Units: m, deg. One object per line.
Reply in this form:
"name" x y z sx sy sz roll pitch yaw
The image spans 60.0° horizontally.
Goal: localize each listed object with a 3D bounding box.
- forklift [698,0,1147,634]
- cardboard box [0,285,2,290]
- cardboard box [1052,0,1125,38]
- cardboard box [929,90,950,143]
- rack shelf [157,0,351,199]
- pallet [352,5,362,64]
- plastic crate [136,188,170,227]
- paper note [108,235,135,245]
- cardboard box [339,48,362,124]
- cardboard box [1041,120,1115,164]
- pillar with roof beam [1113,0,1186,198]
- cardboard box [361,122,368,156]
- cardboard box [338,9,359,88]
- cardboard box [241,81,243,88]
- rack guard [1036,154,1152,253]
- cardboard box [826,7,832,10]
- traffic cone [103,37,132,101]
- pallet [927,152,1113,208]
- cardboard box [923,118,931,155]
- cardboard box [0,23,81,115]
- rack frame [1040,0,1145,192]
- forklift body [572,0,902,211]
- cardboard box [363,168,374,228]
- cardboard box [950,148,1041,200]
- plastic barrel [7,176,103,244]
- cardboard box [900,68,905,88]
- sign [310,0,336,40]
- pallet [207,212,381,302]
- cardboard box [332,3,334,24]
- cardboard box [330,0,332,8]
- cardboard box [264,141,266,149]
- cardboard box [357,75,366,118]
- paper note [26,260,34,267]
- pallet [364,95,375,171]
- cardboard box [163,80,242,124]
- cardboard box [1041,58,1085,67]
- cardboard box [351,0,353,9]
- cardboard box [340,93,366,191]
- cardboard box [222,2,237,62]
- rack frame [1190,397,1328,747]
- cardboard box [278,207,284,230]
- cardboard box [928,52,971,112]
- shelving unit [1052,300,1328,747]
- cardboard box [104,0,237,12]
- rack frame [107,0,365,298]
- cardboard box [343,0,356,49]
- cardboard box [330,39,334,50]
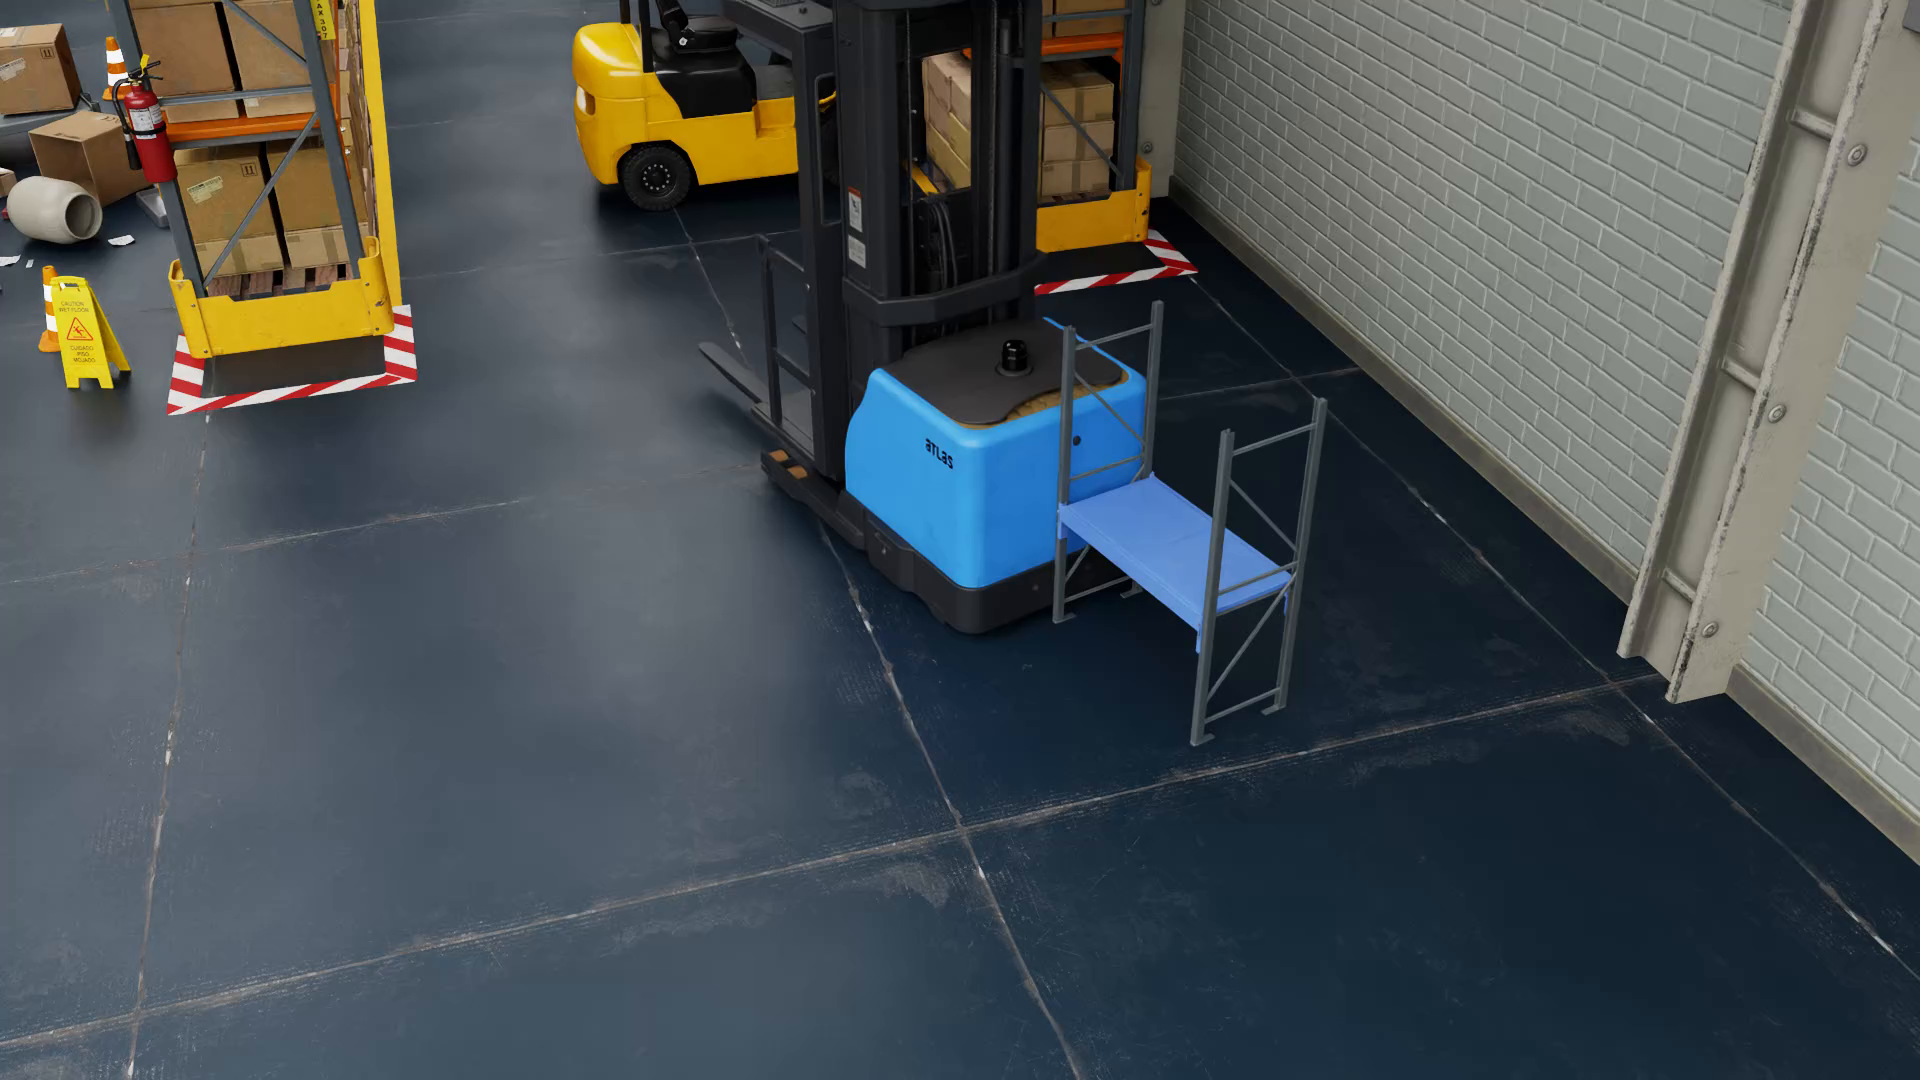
"forklift" -0.382 -1.571 7.969 1.130 2.935 3.031 -20 39 -28
"cardboard box" -6.365 -1.628 10.578 0.380 0.149 0.250 7 34 10
"cardboard box" 0.798 -3.654 10.969 0.500 0.500 0.500 -9 34 -13
"cardboard box" 0.096 -3.010 11.745 0.500 0.250 0.500 -10 35 -15
"rack shelf" -4.652 -3.219 11.053 1.077 0.370 4.000 -10 35 -15
"pallet" -5.876 -4.456 14.802 1.003 0.211 1.213 -10 35 -15
"plastic crate" -5.564 -2.389 11.793 0.402 0.080 0.583 -23 40 -31
"paper note" -5.705 -2.043 11.314 0.142 0.019 0.148 -23 40 -31
"cardboard box" -4.512 -3.110 11.669 0.500 0.500 0.500 -8 34 -12
"cardboard box" 0.739 -2.824 11.463 0.500 0.250 0.500 -9 35 -14
"pillar with roof beam" -2.769 -5.602 8.565 9.100 9.000 0.400 -10 35 -15
"cardboard box" -4.503 -2.786 11.859 0.500 0.250 0.500 -9 35 -14
"cardboard box" -4.826 -3.645 12.478 0.500 0.500 0.500 -10 35 -15
"cardboard box" -4.039 -2.708 9.855 0.380 0.149 0.250 -10 35 -14
"rack guard" 0.692 -2.250 11.202 1.175 0.500 0.348 -10 35 -15
"cardboard box" -0.705 -4.862 14.661 0.875 0.625 0.625 -8 34 -13
"traffic cone" -6.973 -3.926 13.772 0.336 0.463 0.334 -10 35 -15
"pallet" 0.411 -2.537 11.898 1.003 0.211 1.213 -10 35 -15
"cardboard box" -0.046 -3.054 12.264 0.500 0.250 0.500 -10 35 -14
"cardboard box" -6.948 -3.527 12.447 0.500 0.500 0.500 -10 35 -15
"rack frame" 0.684 -3.306 10.532 1.000 3.000 0.127 -10 35 -15
"forklift body" -1.631 -3.640 11.808 2.313 2.155 1.214 -10 35 -15
"cardboard box" -4.173 -2.236 11.027 0.500 0.250 0.500 -9 34 -13
"cardboard box" 0.240 -2.527 11.467 0.500 0.250 0.500 -10 35 -14
"plastic barrel" -6.113 -2.224 11.232 0.512 0.421 0.421 13 36 18
"cardboard box" -0.231 -3.541 12.548 0.500 0.250 0.500 -10 35 -15
"sign" -3.525 -2.922 9.165 0.100 0.325 0.005 -10 35 -15
"pallet" -4.279 -1.778 10.749 1.003 0.211 1.213 -10 35 -15
"cardboard box" -4.398 -3.546 11.123 0.380 0.149 0.250 -10 35 -14
"cardboard box" -4.402 -3.735 10.820 0.500 0.500 0.500 -11 35 -16
"cardboard box" -4.697 -2.460 10.685 0.500 0.500 0.500 -9 34 -13
"cardboard box" -4.825 -3.332 12.685 0.500 0.250 0.500 -8 34 -13
"paper note" -6.160 -1.832 11.013 0.032 0.001 0.123 -10 35 -15
"pallet" -5.023 -3.059 12.688 1.003 0.211 1.213 -10 35 -15
"cardboard box" -4.359 -2.525 9.578 0.380 0.149 0.250 -9 34 -13
"cardboard box" 0.562 -3.297 11.725 0.500 0.250 0.500 -10 35 -15
"cardboard box" -6.086 -5.064 15.195 0.950 0.372 0.625 -11 35 -16
"cardboard box" -4.196 -2.566 10.846 0.500 0.500 0.500 -11 35 -17
"cardboard box" -4.618 -3.137 9.916 0.500 0.500 0.500 -10 35 -15
"rack frame" 1.183 0.160 6.648 0.500 1.500 0.032 -19 38 -26
"cardboard box" -4.695 -2.150 10.895 0.500 0.250 0.500 -10 35 -15
"cardboard box" 0.086 -3.207 11.589 0.500 0.250 0.500 -9 35 -14
"shelving unit" 0.915 -0.078 7.008 0.538 1.500 1.048 -19 38 -26
"cardboard box" -4.405 -3.284 9.231 0.700 0.500 0.500 -11 35 -16
"rack frame" -4.042 -2.469 9.266 1.000 3.000 0.127 -10 35 -15
"cardboard box" -5.647 -4.300 14.039 0.950 0.372 0.625 -8 34 -12
"cardboard box" -4.083 -3.202 10.014 0.500 0.500 0.500 -9 35 -13
